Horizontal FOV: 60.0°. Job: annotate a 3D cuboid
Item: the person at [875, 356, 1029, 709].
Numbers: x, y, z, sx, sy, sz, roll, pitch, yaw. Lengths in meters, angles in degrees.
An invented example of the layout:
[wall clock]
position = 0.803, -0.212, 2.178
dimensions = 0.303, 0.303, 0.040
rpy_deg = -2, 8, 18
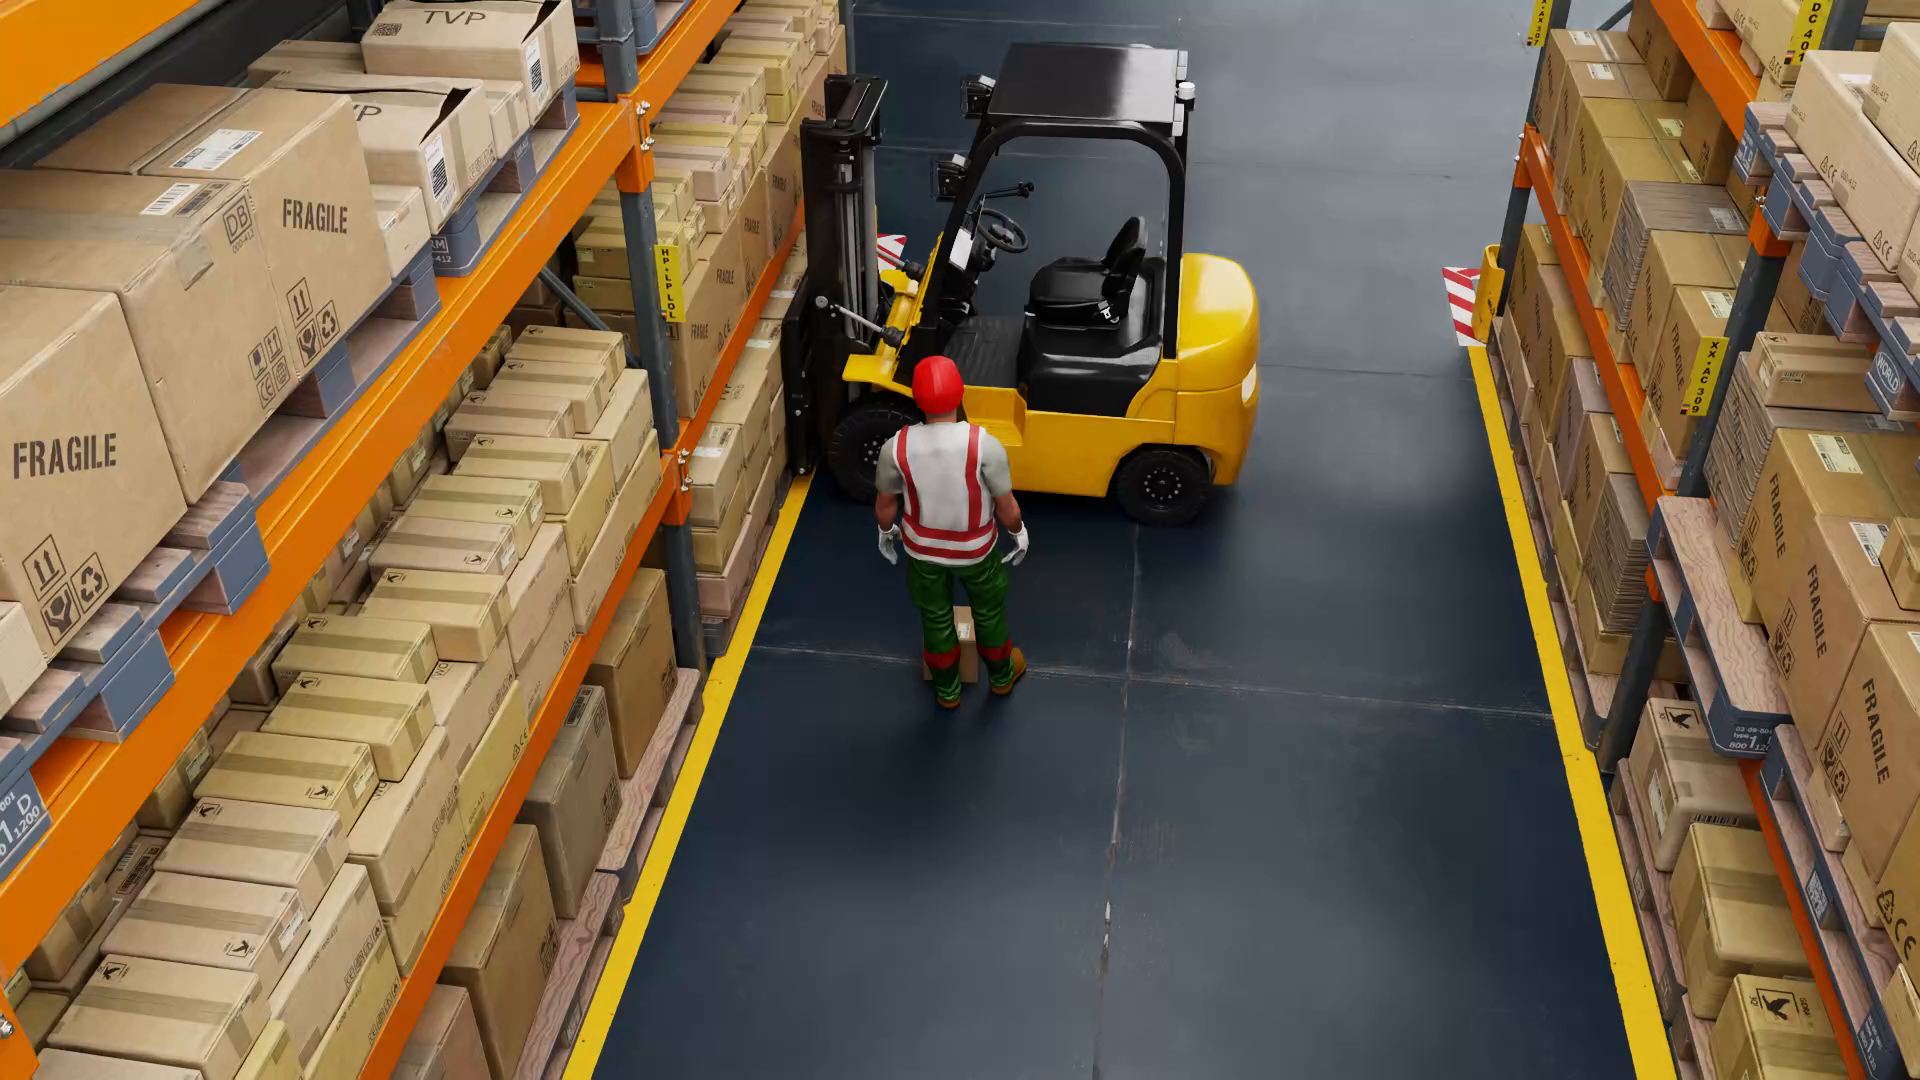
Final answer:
[person]
position = -0.023, -0.039, 7.057
dimensions = 0.638, 1.788, 0.564
rpy_deg = 4, 36, 6
